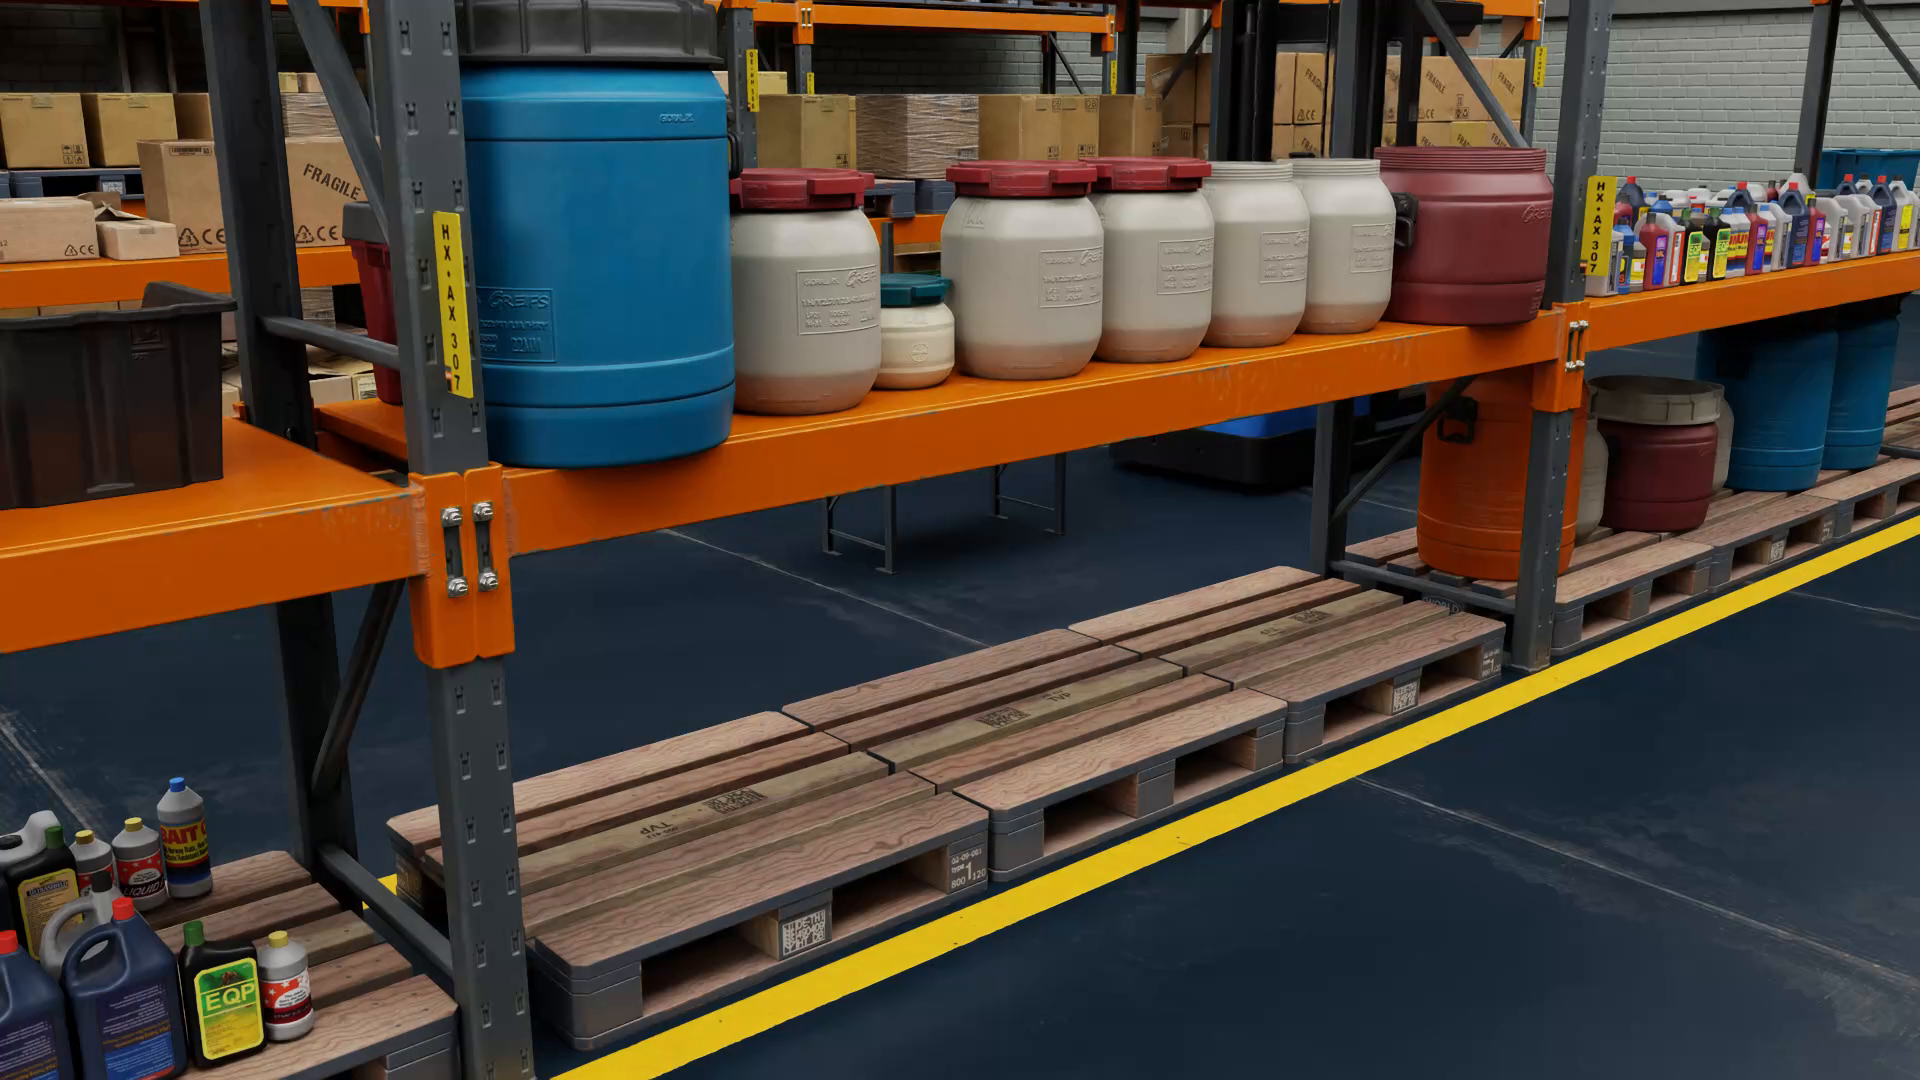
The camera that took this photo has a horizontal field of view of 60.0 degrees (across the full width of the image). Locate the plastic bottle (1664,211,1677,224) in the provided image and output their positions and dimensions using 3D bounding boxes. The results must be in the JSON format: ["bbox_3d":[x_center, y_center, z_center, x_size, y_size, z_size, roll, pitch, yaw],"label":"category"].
[{"bbox_3d":[2.711,-1.126,6.401,0.097,0.271,0.097,0,15,0],"label":"plastic bottle"}]

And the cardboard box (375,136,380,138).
[{"bbox_3d":[-2.746,-1.799,8.478,0.500,0.500,0.500,-14,20,-42],"label":"cardboard box"}]

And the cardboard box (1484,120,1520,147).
[{"bbox_3d":[4.385,-3.312,14.145,0.500,0.500,0.500,-12,19,-38],"label":"cardboard box"}]

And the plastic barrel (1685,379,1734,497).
[{"bbox_3d":[3.335,-0.464,7.683,0.421,0.512,0.421,0,15,0],"label":"plastic barrel"}]

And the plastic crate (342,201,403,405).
[{"bbox_3d":[-1.095,-0.568,3.939,0.583,0.464,0.402,-13,19,-39],"label":"plastic crate"}]

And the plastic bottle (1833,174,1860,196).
[{"bbox_3d":[4.063,-1.504,7.664,0.185,0.351,0.144,-13,19,-39],"label":"plastic bottle"}]

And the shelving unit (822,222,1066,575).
[{"bbox_3d":[-0.064,-0.710,7.502,1.048,1.500,0.538,-13,19,-39],"label":"shelving unit"}]

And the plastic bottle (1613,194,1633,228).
[{"bbox_3d":[2.880,-1.365,7.274,0.133,0.283,0.061,-13,19,-39],"label":"plastic bottle"}]

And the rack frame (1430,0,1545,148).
[{"bbox_3d":[4.545,-3.393,14.640,0.127,3.000,1.000,-13,19,-39],"label":"rack frame"}]

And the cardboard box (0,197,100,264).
[{"bbox_3d":[-4.165,-1.380,7.393,0.500,0.250,0.500,-11,19,-36],"label":"cardboard box"}]

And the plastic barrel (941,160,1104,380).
[{"bbox_3d":[0.160,-0.705,4.312,0.433,0.535,0.433,0,15,0],"label":"plastic barrel"}]

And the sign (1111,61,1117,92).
[{"bbox_3d":[1.636,-4.923,17.664,0.005,0.325,0.100,-13,19,-39],"label":"sign"}]

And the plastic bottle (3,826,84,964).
[{"bbox_3d":[-1.943,0.754,3.526,0.133,0.283,0.061,-13,19,-39],"label":"plastic bottle"}]

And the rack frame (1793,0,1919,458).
[{"bbox_3d":[4.776,-1.750,8.491,0.127,3.000,1.000,-13,19,-39],"label":"rack frame"}]

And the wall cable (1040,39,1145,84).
[{"bbox_3d":[1.635,-5.249,19.619,1.851,1.984,0.084,-13,19,-39],"label":"wall cable"}]

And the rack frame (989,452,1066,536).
[{"bbox_3d":[0.319,-0.796,7.825,0.032,1.500,0.500,-13,19,-39],"label":"rack frame"}]

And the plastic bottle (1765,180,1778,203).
[{"bbox_3d":[4.118,-1.692,8.500,0.133,0.283,0.061,-13,19,-39],"label":"plastic bottle"}]

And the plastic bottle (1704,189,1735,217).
[{"bbox_3d":[3.578,-1.500,7.793,0.135,0.276,0.152,-13,19,-39],"label":"plastic bottle"}]

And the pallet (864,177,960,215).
[{"bbox_3d":[-0.026,-2.275,10.828,1.213,0.211,1.003,-13,19,-39],"label":"pallet"}]

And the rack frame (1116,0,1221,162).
[{"bbox_3d":[1.527,-2.715,12.103,0.127,3.000,1.000,-13,19,-39],"label":"rack frame"}]

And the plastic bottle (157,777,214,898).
[{"bbox_3d":[-1.787,0.679,3.830,0.097,0.271,0.097,0,15,0],"label":"plastic bottle"}]

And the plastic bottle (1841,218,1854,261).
[{"bbox_3d":[3.864,-1.330,7.301,0.097,0.201,0.097,0,15,0],"label":"plastic bottle"}]

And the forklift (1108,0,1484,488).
[{"bbox_3d":[2.216,-1.995,9.538,1.130,2.935,3.031,14,21,43],"label":"forklift"}]

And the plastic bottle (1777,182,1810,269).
[{"bbox_3d":[3.466,-1.321,6.977,0.185,0.351,0.144,-13,19,-39],"label":"plastic bottle"}]

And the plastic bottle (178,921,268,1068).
[{"bbox_3d":[-1.406,0.850,3.165,0.133,0.283,0.061,-11,19,-37],"label":"plastic bottle"}]

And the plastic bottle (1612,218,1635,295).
[{"bbox_3d":[2.402,-1.035,6.063,0.097,0.271,0.097,0,15,0],"label":"plastic bottle"}]

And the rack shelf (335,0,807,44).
[{"bbox_3d":[-3.236,-4.442,14.149,4.000,0.370,1.077,-13,19,-39],"label":"rack shelf"}]

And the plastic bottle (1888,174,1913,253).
[{"bbox_3d":[4.297,-1.507,7.676,0.185,0.351,0.144,-13,19,-39],"label":"plastic bottle"}]

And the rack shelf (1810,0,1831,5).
[{"bbox_3d":[3.267,-2.513,6.928,4.000,0.370,1.077,-13,19,-39],"label":"rack shelf"}]

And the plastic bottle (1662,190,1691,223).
[{"bbox_3d":[3.303,-1.490,7.757,0.135,0.276,0.152,-13,19,-39],"label":"plastic bottle"}]

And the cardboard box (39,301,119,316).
[{"bbox_3d":[-6.450,-1.633,12.041,0.500,0.500,0.700,-12,19,-39],"label":"cardboard box"}]

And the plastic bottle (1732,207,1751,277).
[{"bbox_3d":[3.100,-1.192,6.649,0.097,0.271,0.097,0,15,0],"label":"plastic bottle"}]

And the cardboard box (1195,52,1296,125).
[{"bbox_3d":[2.067,-3.272,12.055,0.500,0.500,0.500,-12,19,-38],"label":"cardboard box"}]

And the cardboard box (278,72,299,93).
[{"bbox_3d":[-5.219,-3.454,12.566,0.380,0.149,0.250,12,19,38],"label":"cardboard box"}]

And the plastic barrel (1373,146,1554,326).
[{"bbox_3d":[1.607,-1.001,5.421,0.708,0.536,0.600,-13,19,-39],"label":"plastic barrel"}]

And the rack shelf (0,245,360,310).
[{"bbox_3d":[-2.999,-1.351,8.391,4.000,0.370,1.077,-13,19,-39],"label":"rack shelf"}]

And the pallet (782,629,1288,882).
[{"bbox_3d":[0.228,0.604,5.081,1.213,0.211,1.003,-13,19,-39],"label":"pallet"}]

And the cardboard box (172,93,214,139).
[{"bbox_3d":[-5.497,-3.081,12.425,0.700,0.500,0.500,14,20,42],"label":"cardboard box"}]

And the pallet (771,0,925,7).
[{"bbox_3d":[-1.103,-5.222,15.847,1.213,0.211,1.003,-13,19,-39],"label":"pallet"}]

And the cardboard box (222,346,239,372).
[{"bbox_3d":[-3.624,-0.803,8.373,0.500,0.311,0.500,-13,20,-40],"label":"cardboard box"}]

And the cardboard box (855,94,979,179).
[{"bbox_3d":[-0.274,-2.535,10.422,0.500,0.500,0.700,-9,17,-29],"label":"cardboard box"}]

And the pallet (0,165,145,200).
[{"bbox_3d":[-6.212,-2.566,11.914,1.213,0.211,1.003,-13,19,-39],"label":"pallet"}]

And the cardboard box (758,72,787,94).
[{"bbox_3d":[-1.912,-4.114,15.078,0.500,0.250,0.500,-12,19,-38],"label":"cardboard box"}]

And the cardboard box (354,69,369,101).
[{"bbox_3d":[-4.573,-3.693,13.501,0.500,0.250,0.500,-12,19,-38],"label":"cardboard box"}]

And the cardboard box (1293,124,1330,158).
[{"bbox_3d":[2.475,-2.884,12.542,0.500,0.500,0.500,-12,19,-38],"label":"cardboard box"}]

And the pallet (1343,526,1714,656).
[{"bbox_3d":[2.326,0.133,6.844,1.213,0.211,1.003,-13,19,-39],"label":"pallet"}]

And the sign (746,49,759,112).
[{"bbox_3d":[-1.124,-2.490,9.015,0.005,0.325,0.100,-13,19,-39],"label":"sign"}]

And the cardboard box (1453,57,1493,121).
[{"bbox_3d":[4.009,-3.710,13.695,0.500,0.500,0.500,-12,19,-38],"label":"cardboard box"}]

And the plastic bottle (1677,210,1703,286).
[{"bbox_3d":[2.777,-1.119,6.353,0.133,0.283,0.061,-13,19,-39],"label":"plastic bottle"}]
